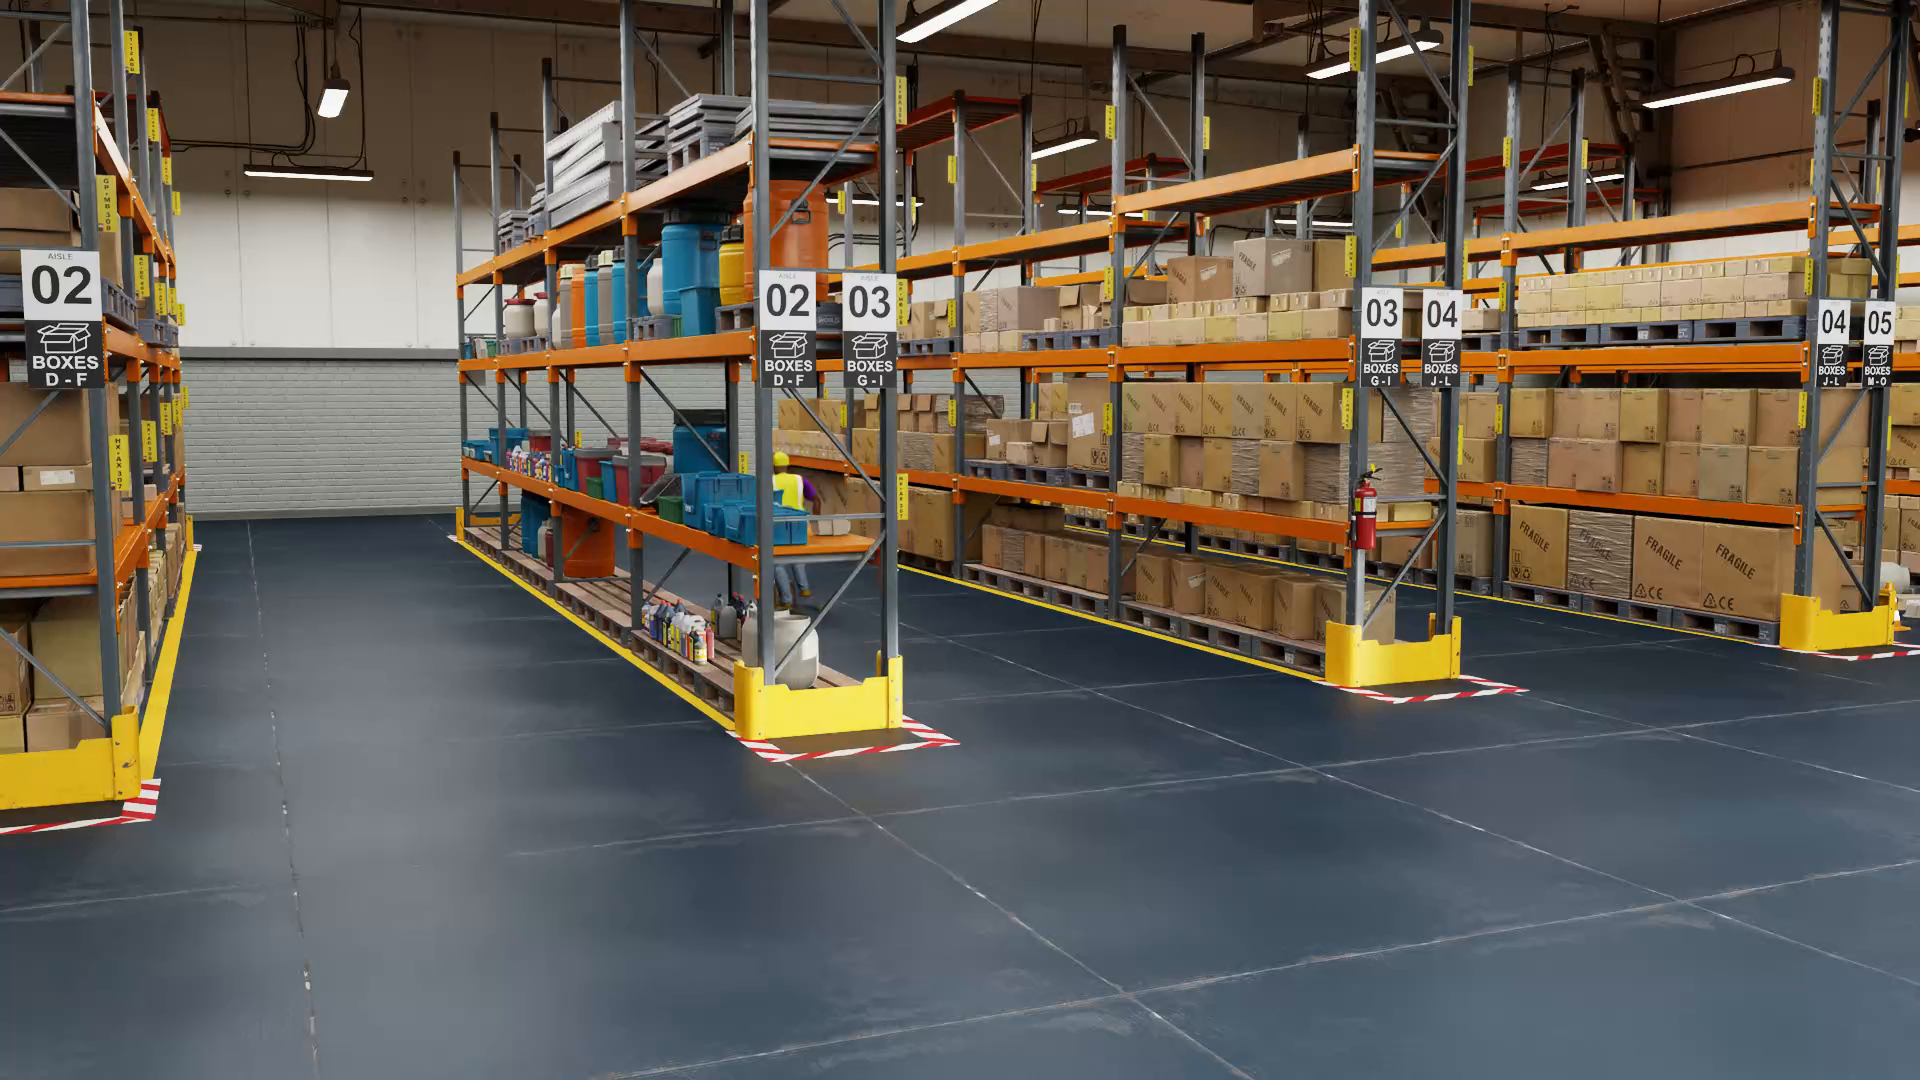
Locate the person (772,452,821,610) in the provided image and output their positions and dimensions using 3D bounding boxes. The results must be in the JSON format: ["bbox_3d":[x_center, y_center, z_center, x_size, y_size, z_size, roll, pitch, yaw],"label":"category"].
[{"bbox_3d":[-1.896,-0.112,18.227,0.725,1.691,0.635,-3,6,-28],"label":"person"}]
